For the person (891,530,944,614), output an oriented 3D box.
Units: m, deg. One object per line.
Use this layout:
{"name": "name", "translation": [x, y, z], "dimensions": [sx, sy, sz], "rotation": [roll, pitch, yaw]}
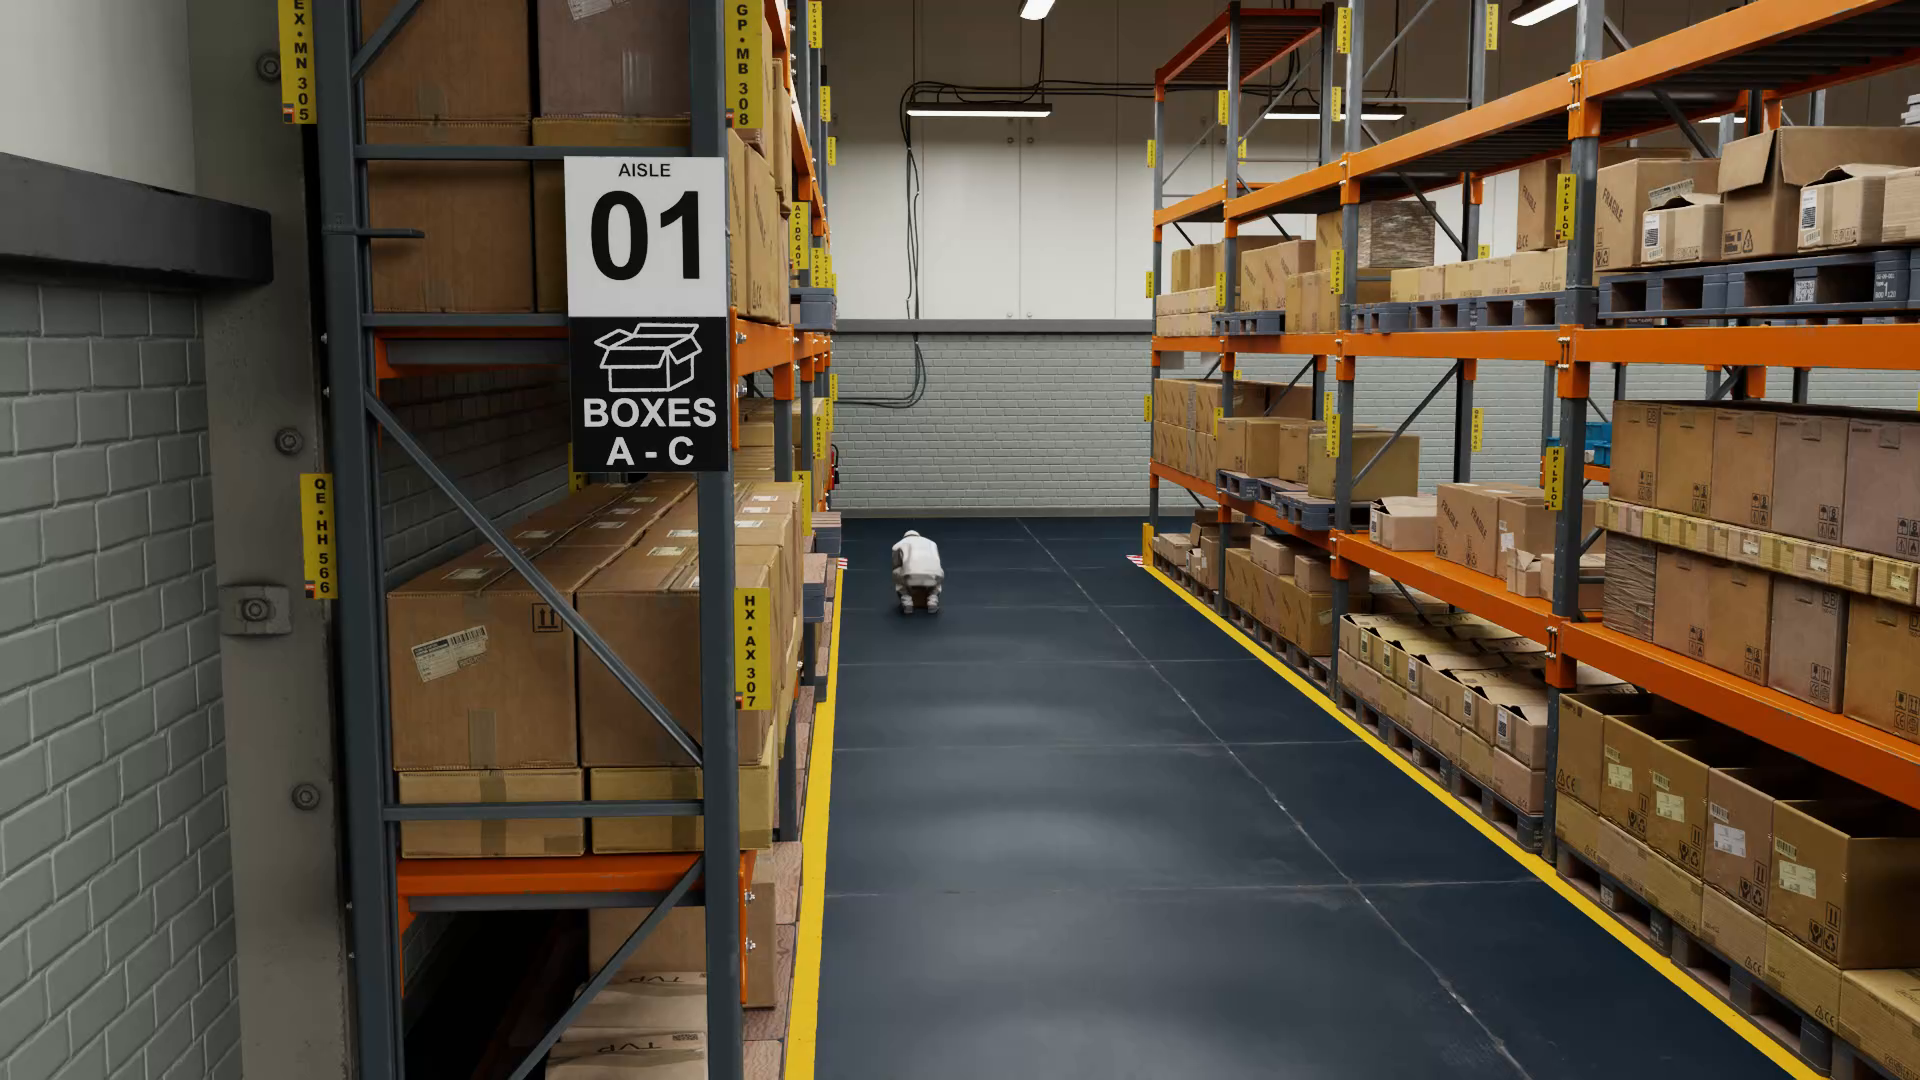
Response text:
{"name": "person", "translation": [-0.433, 0.376, 17.142], "dimensions": [0.537, 0.874, 0.925], "rotation": [-1, 7, -4]}
